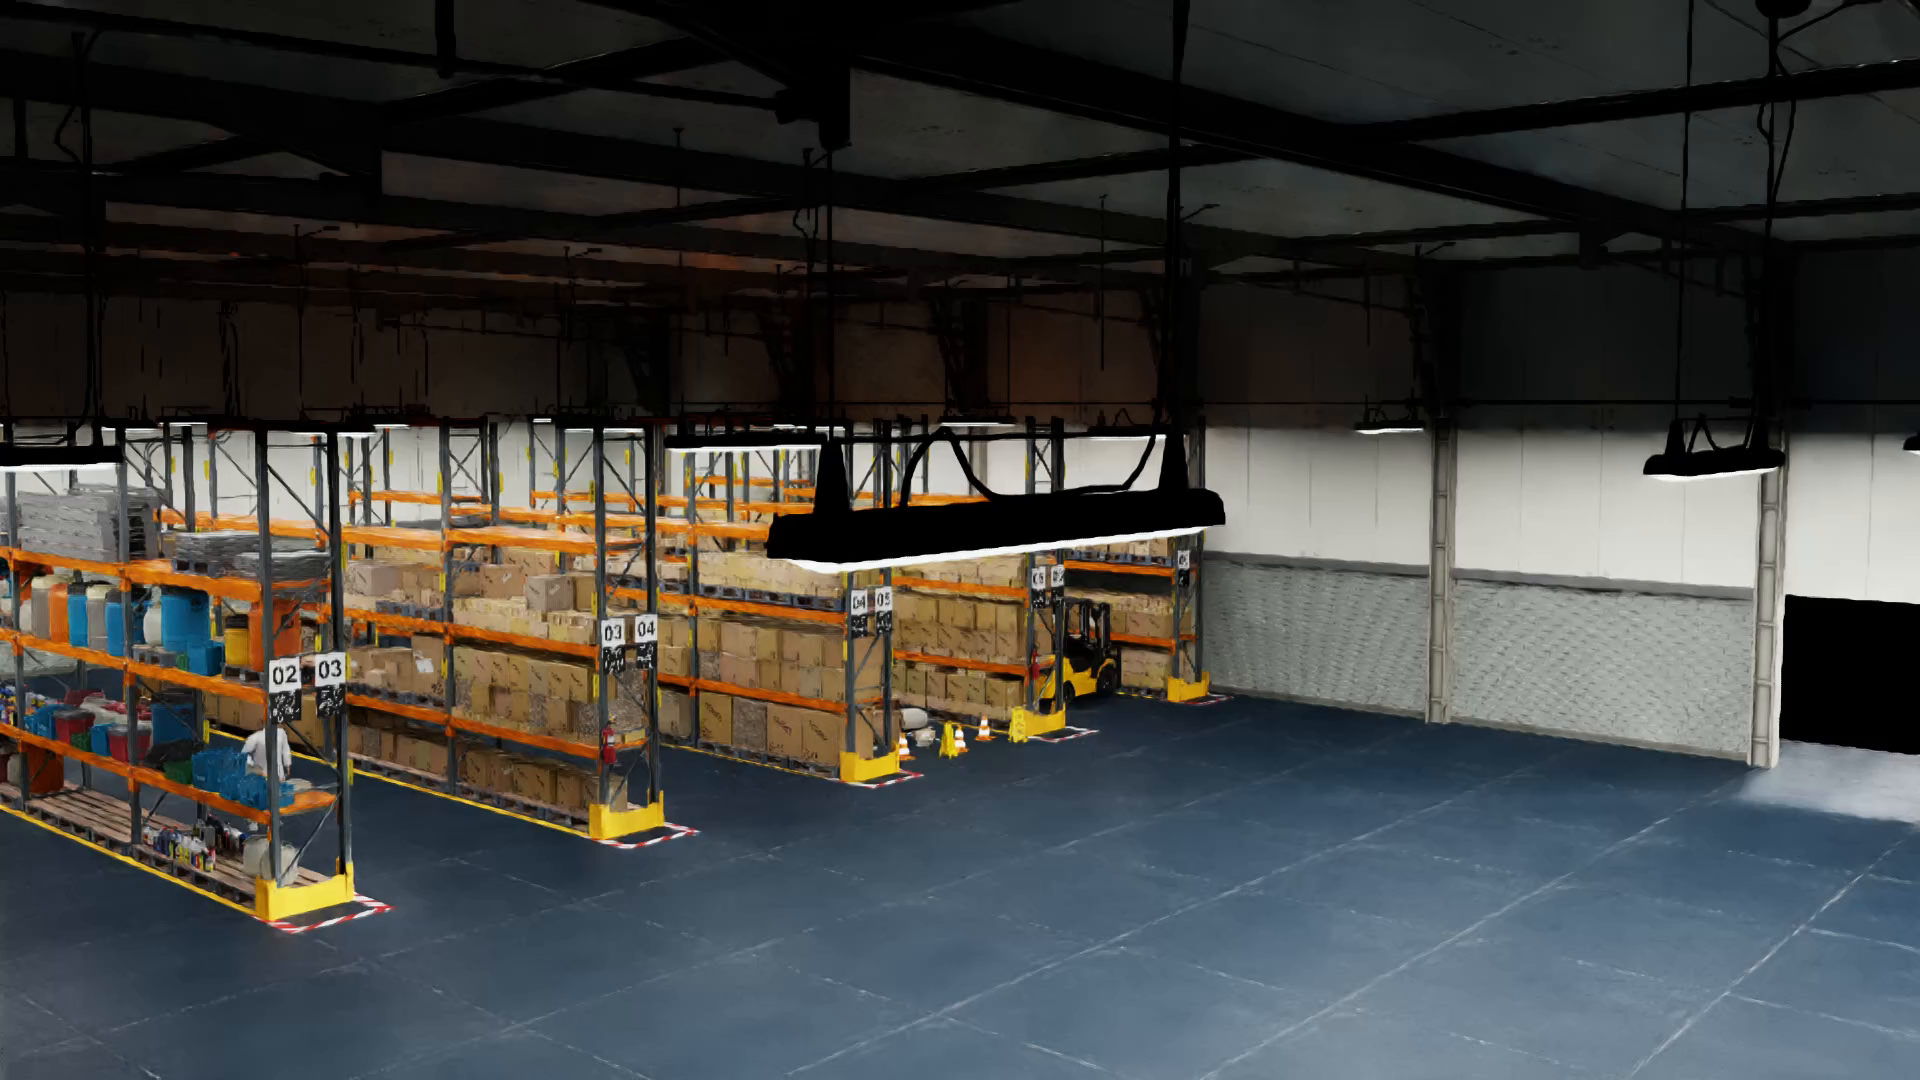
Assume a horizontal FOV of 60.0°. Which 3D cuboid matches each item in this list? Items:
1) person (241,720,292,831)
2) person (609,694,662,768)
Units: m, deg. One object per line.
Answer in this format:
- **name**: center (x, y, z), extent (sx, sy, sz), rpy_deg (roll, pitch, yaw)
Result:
- **person**: center (-10.282, 3.423, 24.648), extent (0.546, 1.733, 0.729), rpy_deg (4, 6, 39)
- **person**: center (-5.631, 3.126, 28.633), extent (0.997, 1.623, 0.448), rpy_deg (3, 6, 32)
